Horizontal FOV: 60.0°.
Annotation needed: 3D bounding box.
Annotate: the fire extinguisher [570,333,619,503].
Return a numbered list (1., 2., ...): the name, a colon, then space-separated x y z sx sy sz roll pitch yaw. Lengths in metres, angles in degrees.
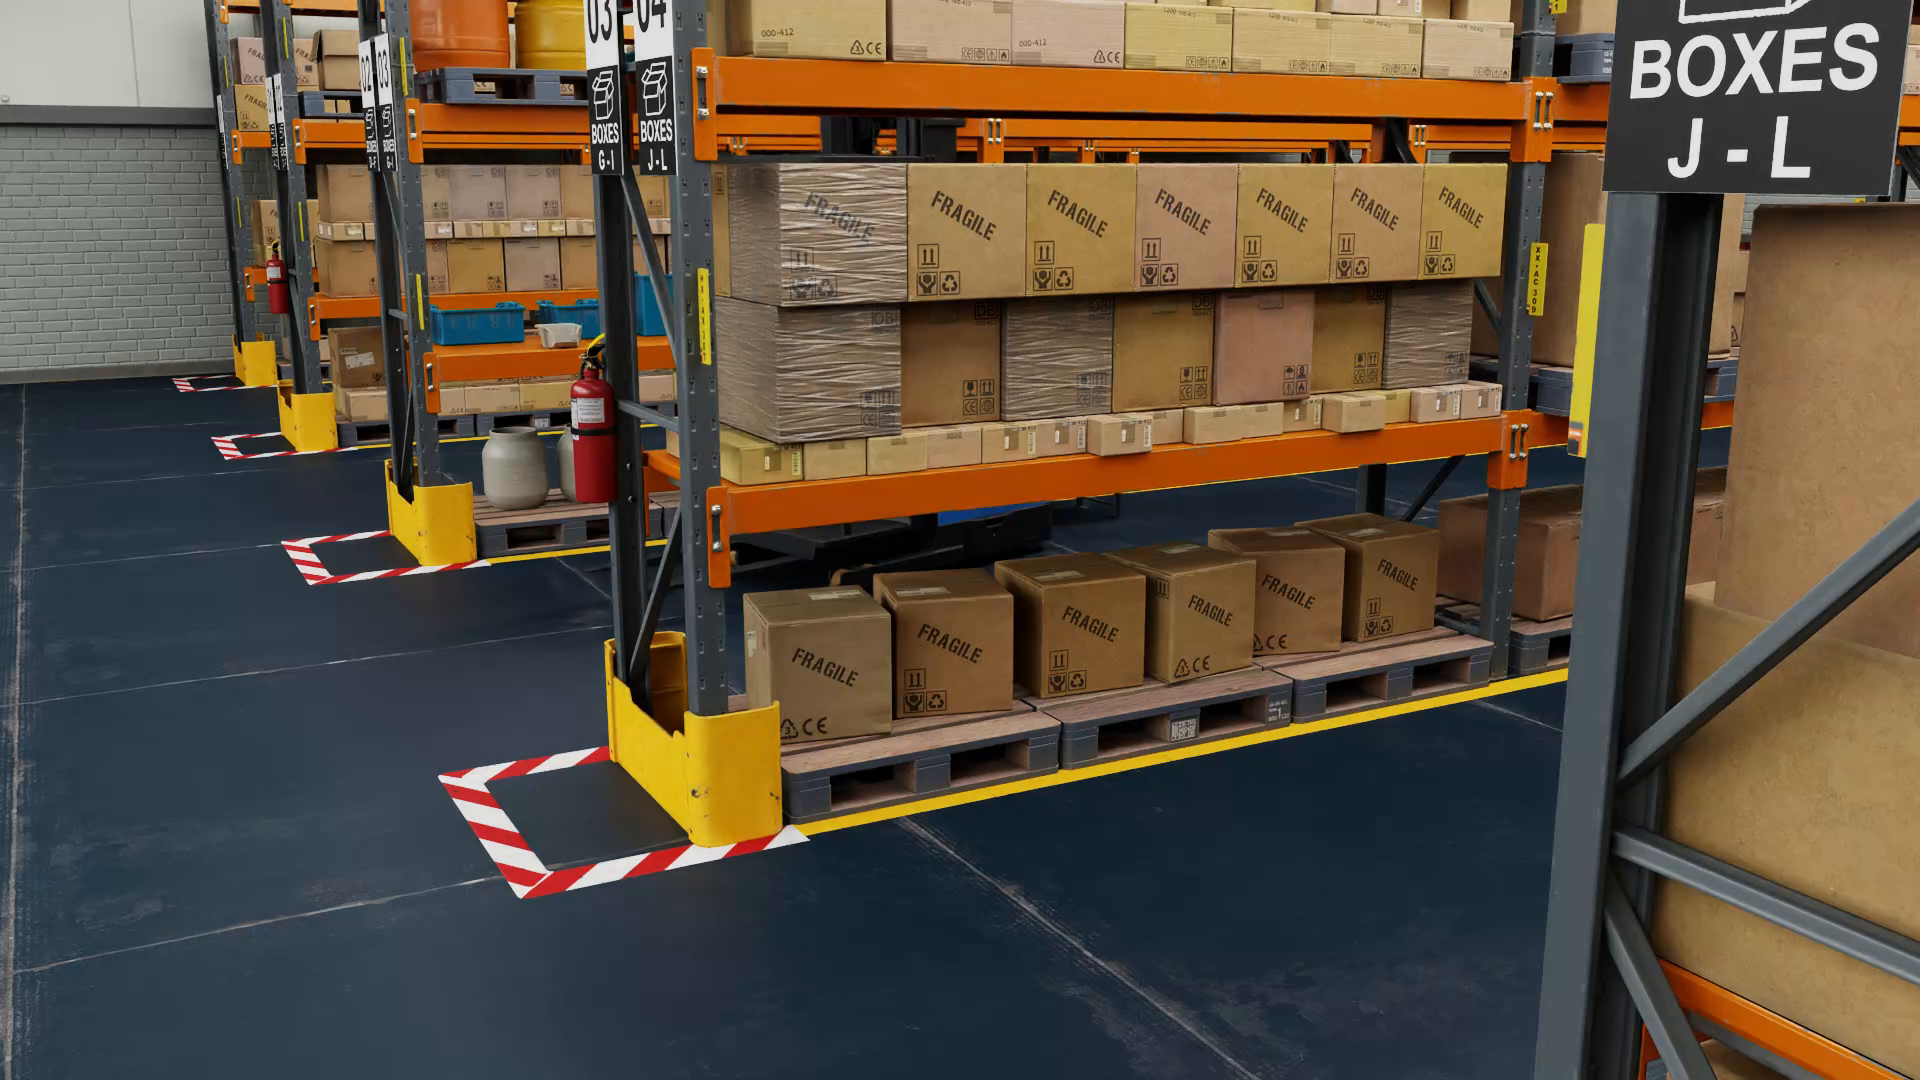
1. fire extinguisher: -1.463 -0.492 6.639 0.183 0.674 0.296 -7 14 -28

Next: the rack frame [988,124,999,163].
1. rack frame: -0.004 -1.828 12.400 0.127 3.000 1.000 -7 14 -28

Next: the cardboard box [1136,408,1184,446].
1. cardboard box: 0.741 -0.505 7.094 0.250 0.149 0.380 -7 14 -28

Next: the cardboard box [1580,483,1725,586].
1. cardboard box: 3.837 -0.035 9.122 0.500 0.500 0.700 -8 15 -33

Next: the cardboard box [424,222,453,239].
1. cardboard box: -4.765 -2.808 15.048 0.250 0.149 0.380 -7 14 -29

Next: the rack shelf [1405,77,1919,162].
1. rack shelf: 4.124 -2.196 8.843 4.000 0.370 1.077 -7 14 -28

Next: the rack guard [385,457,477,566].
1. rack guard: -3.471 -0.205 10.880 0.348 0.500 1.175 -7 14 -28

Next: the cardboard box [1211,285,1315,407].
1. cardboard box: 1.098 -0.914 7.434 0.500 0.500 0.875 -7 14 -28

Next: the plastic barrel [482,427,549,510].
1. plastic barrel: -2.974 -0.482 11.130 0.421 0.512 0.421 0 13 0

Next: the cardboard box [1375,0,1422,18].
1. cardboard box: 1.765 -2.315 7.165 0.250 0.149 0.380 -8 15 -31

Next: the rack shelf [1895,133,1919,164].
1. rack shelf: 8.773 -3.992 16.824 4.000 0.370 1.077 -7 14 -28

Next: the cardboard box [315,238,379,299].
1. cardboard box: -5.469 -2.458 14.970 0.500 0.500 0.700 -7 14 -28

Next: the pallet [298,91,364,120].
1. pallet: -5.252 -3.852 14.762 1.213 0.211 1.003 -7 14 -28

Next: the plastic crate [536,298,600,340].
1. plastic crate: -2.647 -1.512 11.335 0.408 0.251 0.499 -7 14 -28

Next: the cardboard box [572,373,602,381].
1. cardboard box: -3.558 -1.818 15.952 0.500 0.500 0.500 -7 14 -28

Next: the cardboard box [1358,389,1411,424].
1. cardboard box: 1.849 -0.632 7.660 0.250 0.149 0.380 -7 14 -28

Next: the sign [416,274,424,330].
1. sign: -3.255 -1.436 10.027 0.005 0.325 0.100 -7 14 -28

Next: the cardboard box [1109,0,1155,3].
1. cardboard box: 0.565 -2.187 6.598 0.250 0.149 0.380 -7 14 -28

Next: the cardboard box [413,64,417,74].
1. cardboard box: -5.001 -4.198 15.163 0.500 0.250 0.500 -7 14 -28

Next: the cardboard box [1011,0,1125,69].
1. cardboard box: 0.291 -1.951 6.454 0.500 0.250 0.500 -7 14 -28

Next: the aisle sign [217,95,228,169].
1. aisle sign: -8.182 -4.519 18.438 0.004 0.787 0.394 -7 14 -28

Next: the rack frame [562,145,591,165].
1. rack frame: -4.751 -3.737 20.884 0.127 3.000 1.000 -7 14 -28

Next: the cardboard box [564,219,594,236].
1. cardboard box: -3.626 -2.945 15.658 0.250 0.149 0.380 -6 14 -26

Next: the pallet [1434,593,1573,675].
1. pallet: 3.052 0.405 8.830 1.213 0.211 1.003 -7 14 -28

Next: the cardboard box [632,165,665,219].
1. cardboard box: -3.204 -3.363 16.040 0.500 0.500 0.700 -7 14 -28

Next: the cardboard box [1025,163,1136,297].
1. cardboard box: 0.352 -1.244 6.622 0.500 0.500 0.500 -7 14 -28

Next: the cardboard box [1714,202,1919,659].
1. cardboard box: 1.490 -0.118 2.000 0.550 0.550 0.875 -7 14 -28

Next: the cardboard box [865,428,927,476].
1. cardboard box: -0.322 -0.360 6.450 0.250 0.149 0.380 -7 14 -28

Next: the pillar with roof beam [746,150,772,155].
1. pillar with roof beam: -0.733 -6.285 18.541 0.400 9.000 9.100 -7 14 -28

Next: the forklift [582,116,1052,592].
1. forklift: -0.811 -1.226 9.880 3.031 2.935 1.130 -12 17 -43

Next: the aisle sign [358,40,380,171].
1. aisle sign: -3.721 -2.725 10.466 0.004 0.787 0.394 -7 14 -28

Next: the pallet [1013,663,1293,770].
1. pallet: 0.724 0.694 7.546 1.213 0.211 1.003 -7 14 -28

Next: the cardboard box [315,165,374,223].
1. cardboard box: -5.423 -3.096 14.852 0.500 0.500 0.700 -7 14 -28

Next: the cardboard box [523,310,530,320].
1. cardboard box: -5.643 -2.615 20.590 0.500 0.500 0.500 -8 15 -32

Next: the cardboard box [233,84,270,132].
1. cardboard box: -7.849 -4.825 18.614 0.500 0.500 0.500 -6 14 -26

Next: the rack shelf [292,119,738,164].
1. rack shelf: -4.130 -3.685 15.458 4.000 0.370 1.077 -7 14 -28

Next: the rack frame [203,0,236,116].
1. rack frame: -8.262 -6.243 18.355 0.127 3.000 1.000 -7 14 -28

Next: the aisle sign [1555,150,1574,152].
1. aisle sign: 8.078 -5.377 22.251 0.004 0.787 0.394 -7 14 -28

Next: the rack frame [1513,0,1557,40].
1. rack frame: 2.369 -3.800 7.500 0.127 3.000 1.000 -7 14 -28

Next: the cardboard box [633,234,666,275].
1. cardboard box: -3.221 -2.727 16.168 0.500 0.500 0.700 -7 14 -28

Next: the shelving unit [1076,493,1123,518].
1. shelving unit: 0.585 -0.689 11.608 1.048 1.125 0.538 -8 15 -33

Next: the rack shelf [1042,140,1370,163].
1. rack shelf: 2.892 -4.527 19.198 4.000 0.370 1.077 -7 14 -28

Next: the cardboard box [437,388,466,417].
1. cardboard box: -4.871 -1.292 15.326 0.500 0.250 0.500 -7 14 -28

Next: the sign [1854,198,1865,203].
1. sign: 5.611 -1.966 10.375 0.005 0.325 0.100 -7 14 -28

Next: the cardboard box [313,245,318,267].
1. cardboard box: -7.233 -3.301 19.239 0.500 0.250 0.500 -7 15 -30

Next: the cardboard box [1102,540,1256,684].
1. cardboard box: 0.992 0.318 7.603 0.500 0.500 0.500 -8 15 -33

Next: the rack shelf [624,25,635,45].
1. rack shelf: -2.996 -6.328 21.283 4.000 0.370 1.077 -7 14 -28

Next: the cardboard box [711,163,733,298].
1. cardboard box: -0.778 -1.240 6.604 0.500 0.500 0.500 -7 14 -28

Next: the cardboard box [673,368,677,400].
1. cardboard box: -2.677 -1.556 16.495 0.500 0.250 0.500 -7 14 -28

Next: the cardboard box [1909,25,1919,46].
1. cardboard box: 4.694 -2.847 8.729 0.500 0.500 0.500 -7 14 -27
